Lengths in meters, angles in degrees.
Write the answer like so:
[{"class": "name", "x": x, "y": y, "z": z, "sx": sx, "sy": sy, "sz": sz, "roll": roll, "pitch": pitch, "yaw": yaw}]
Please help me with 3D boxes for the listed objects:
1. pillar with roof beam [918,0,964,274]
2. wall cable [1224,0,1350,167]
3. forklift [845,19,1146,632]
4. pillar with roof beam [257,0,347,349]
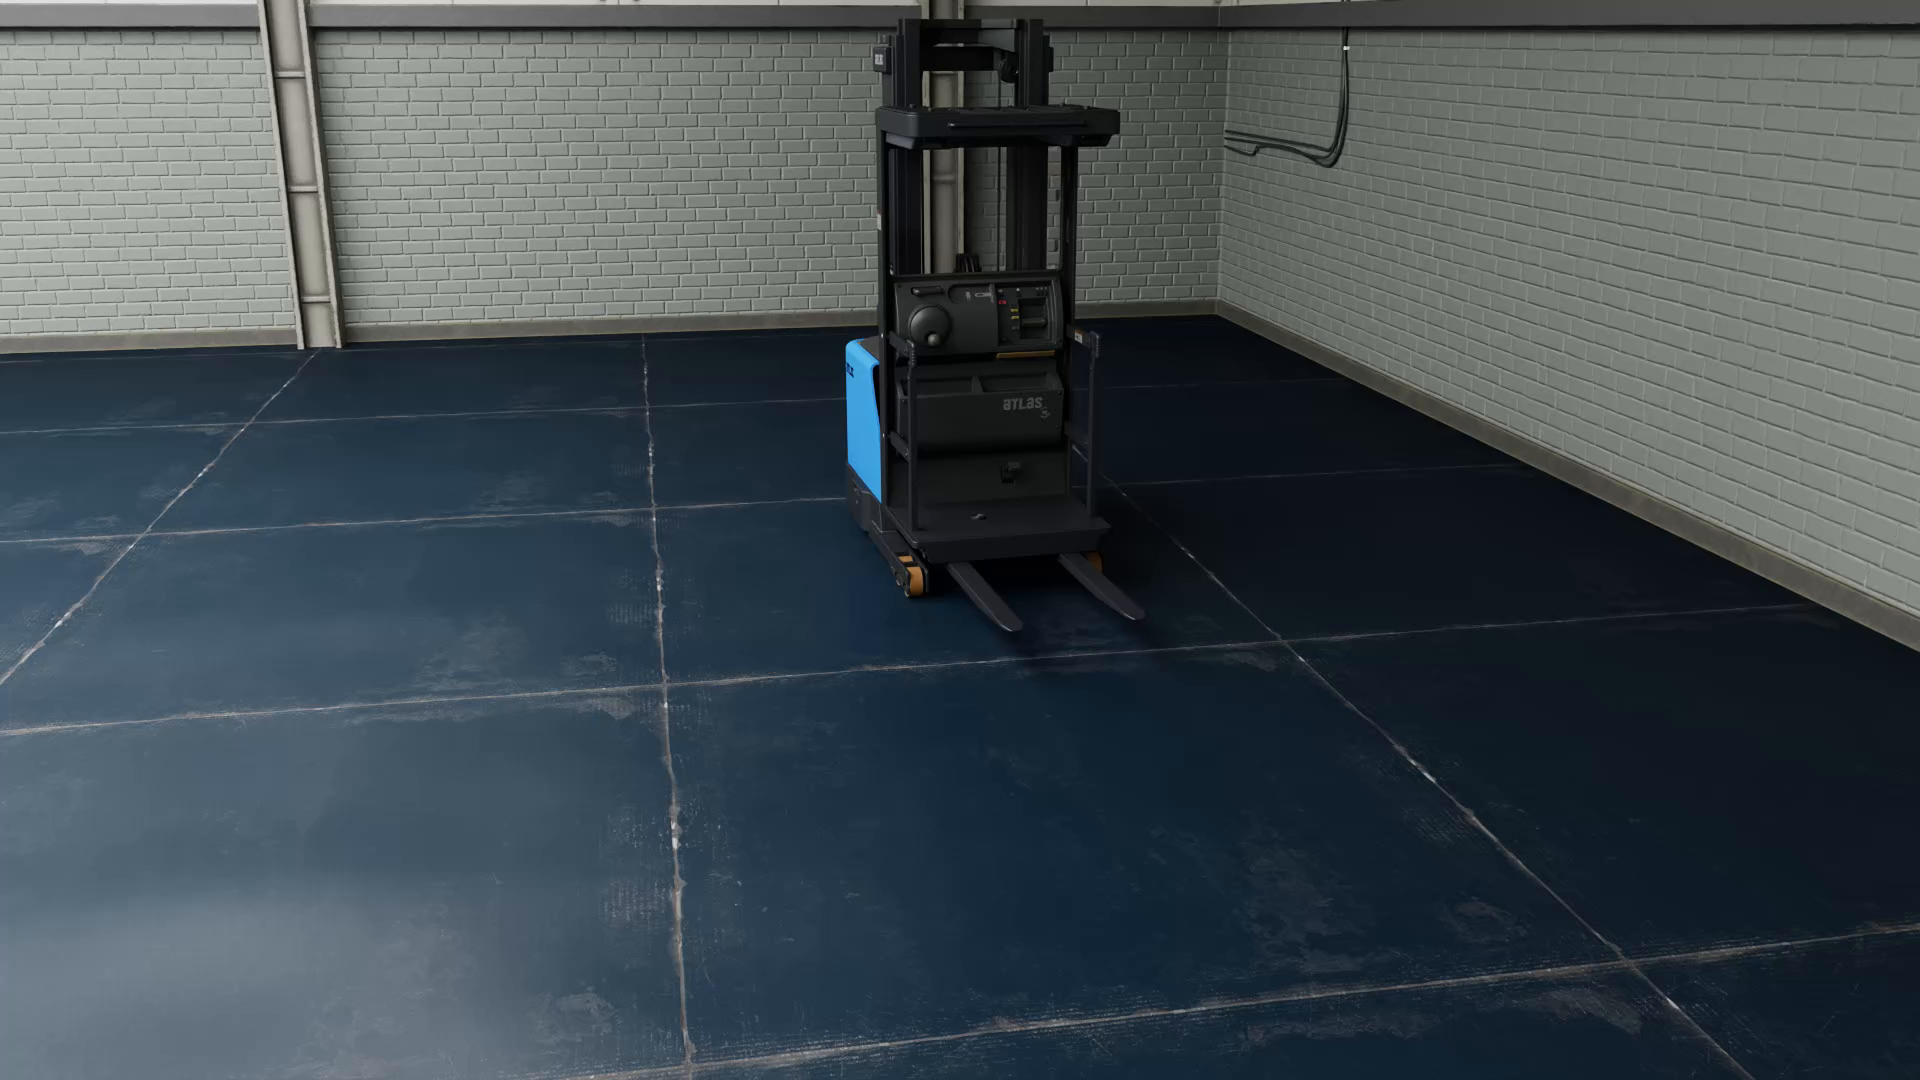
[{"class": "pillar with roof beam", "x": 0.635, "y": -5.249, "z": 11.574, "sx": 0.400, "sy": 9.000, "sz": 9.100, "roll": -3, "pitch": 17, "yaw": -10}, {"class": "wall cable", "x": 2.962, "y": -4.788, "z": 15.363, "sx": 0.112, "sy": 2.526, "sz": 3.097, "roll": -3, "pitch": 17, "yaw": -10}, {"class": "forklift", "x": 0.163, "y": -1.222, "z": 8.799, "sx": 1.130, "sy": 2.935, "sz": 3.031, "roll": -4, "pitch": 18, "yaw": -14}, {"class": "pillar with roof beam", "x": -5.256, "y": -4.914, "z": 10.486, "sx": 0.400, "sy": 9.000, "sz": 9.100, "roll": -3, "pitch": 17, "yaw": -10}]
